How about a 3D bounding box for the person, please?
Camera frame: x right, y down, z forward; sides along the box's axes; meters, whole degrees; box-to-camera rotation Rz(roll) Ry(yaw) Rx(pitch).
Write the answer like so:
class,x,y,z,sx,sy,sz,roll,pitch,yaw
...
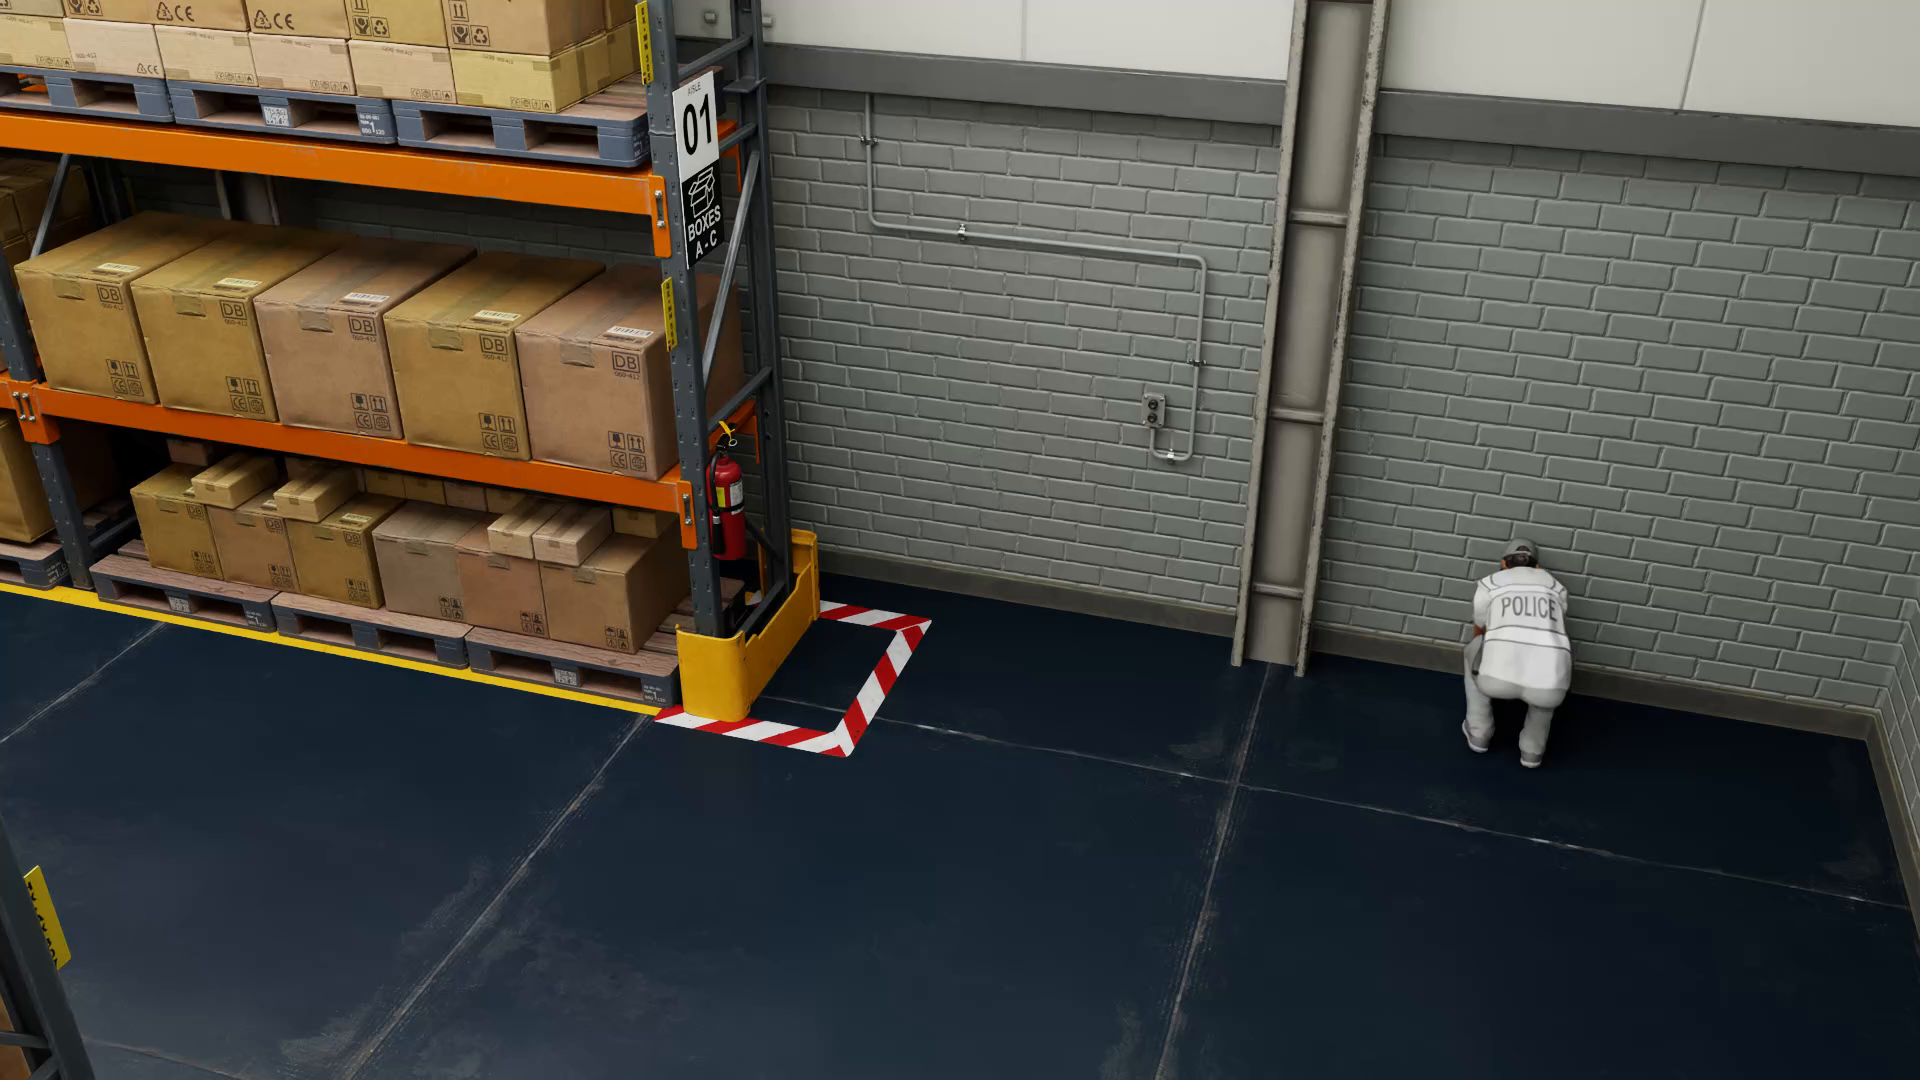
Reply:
class,x,y,z,sx,sy,sz,roll,pitch,yaw
person,2.753,0.581,8.213,0.499,0.943,0.886,8,30,13
